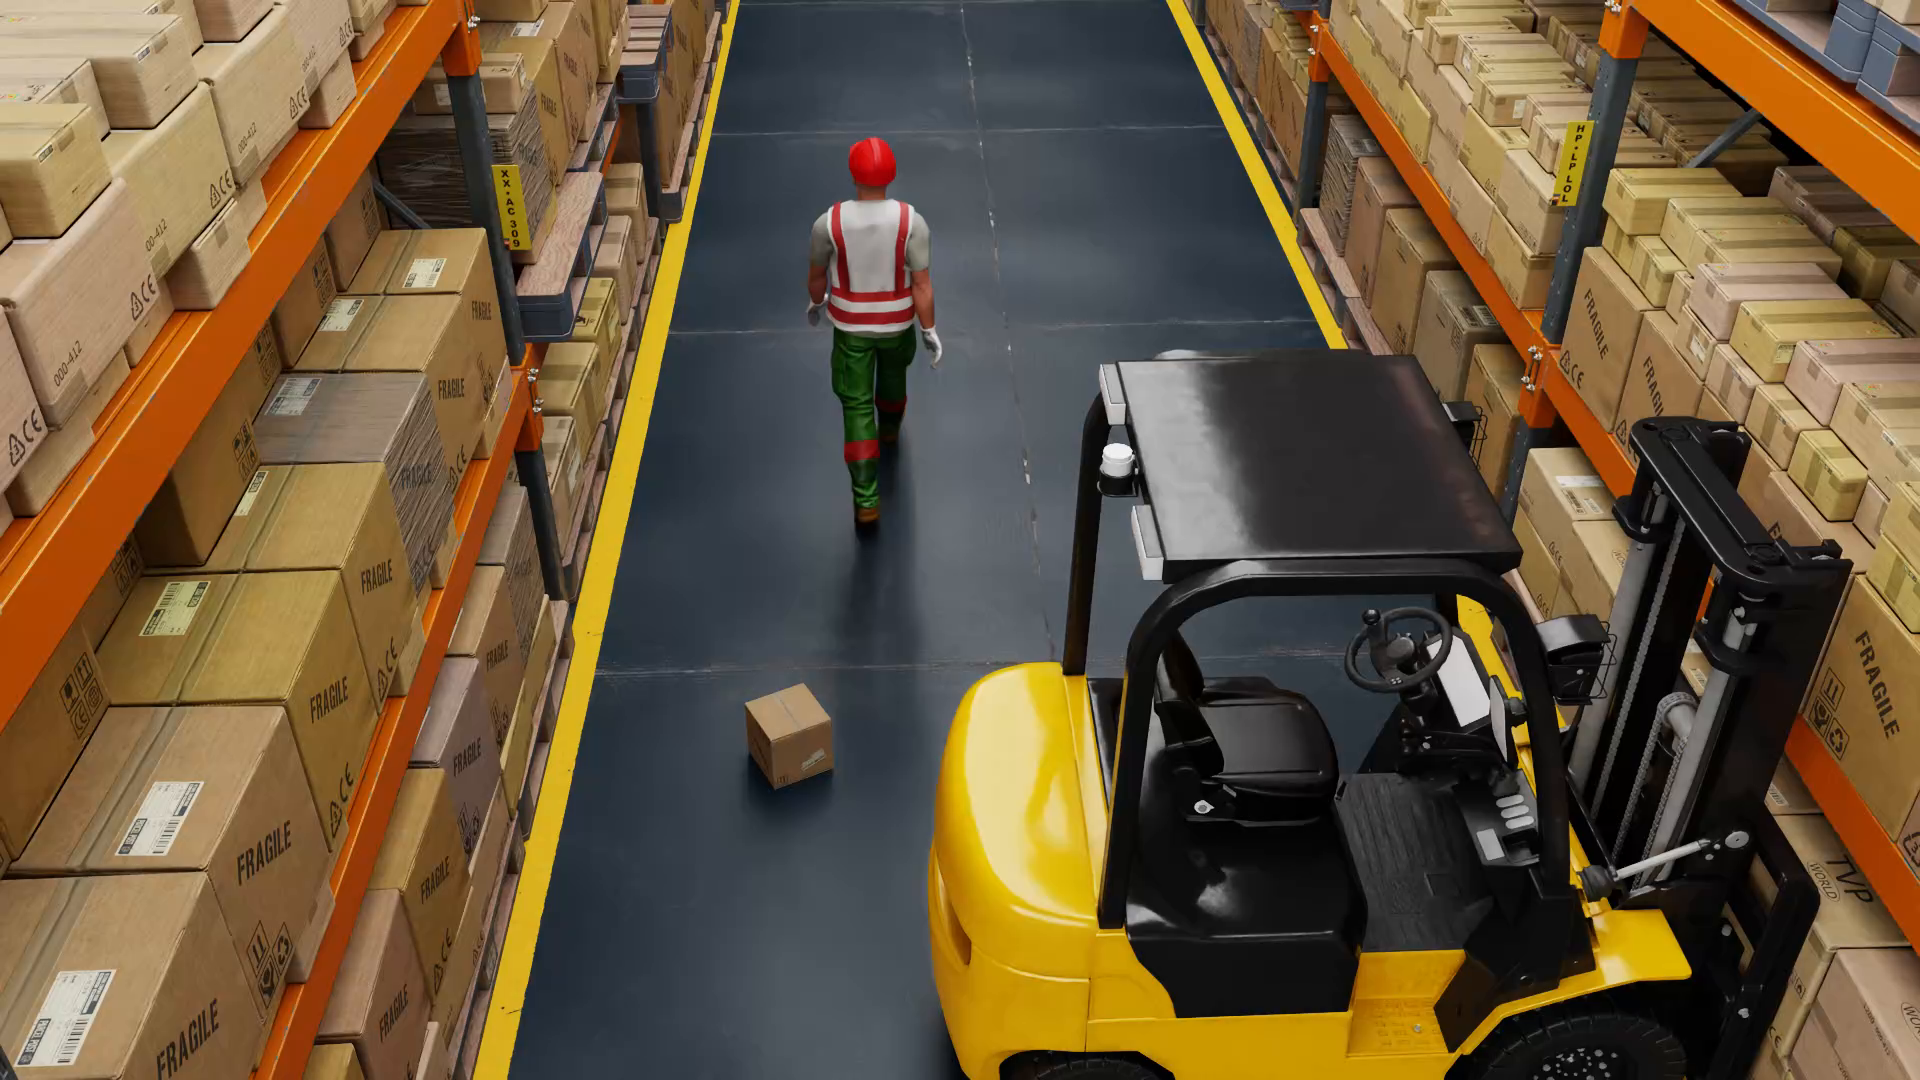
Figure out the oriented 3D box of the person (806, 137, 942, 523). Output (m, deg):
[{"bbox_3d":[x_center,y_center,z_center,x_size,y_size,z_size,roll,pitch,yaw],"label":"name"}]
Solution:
[{"bbox_3d":[-0.404,-1.039,7.620,0.584,1.735,1.098,-5,35,-7],"label":"person"}]
